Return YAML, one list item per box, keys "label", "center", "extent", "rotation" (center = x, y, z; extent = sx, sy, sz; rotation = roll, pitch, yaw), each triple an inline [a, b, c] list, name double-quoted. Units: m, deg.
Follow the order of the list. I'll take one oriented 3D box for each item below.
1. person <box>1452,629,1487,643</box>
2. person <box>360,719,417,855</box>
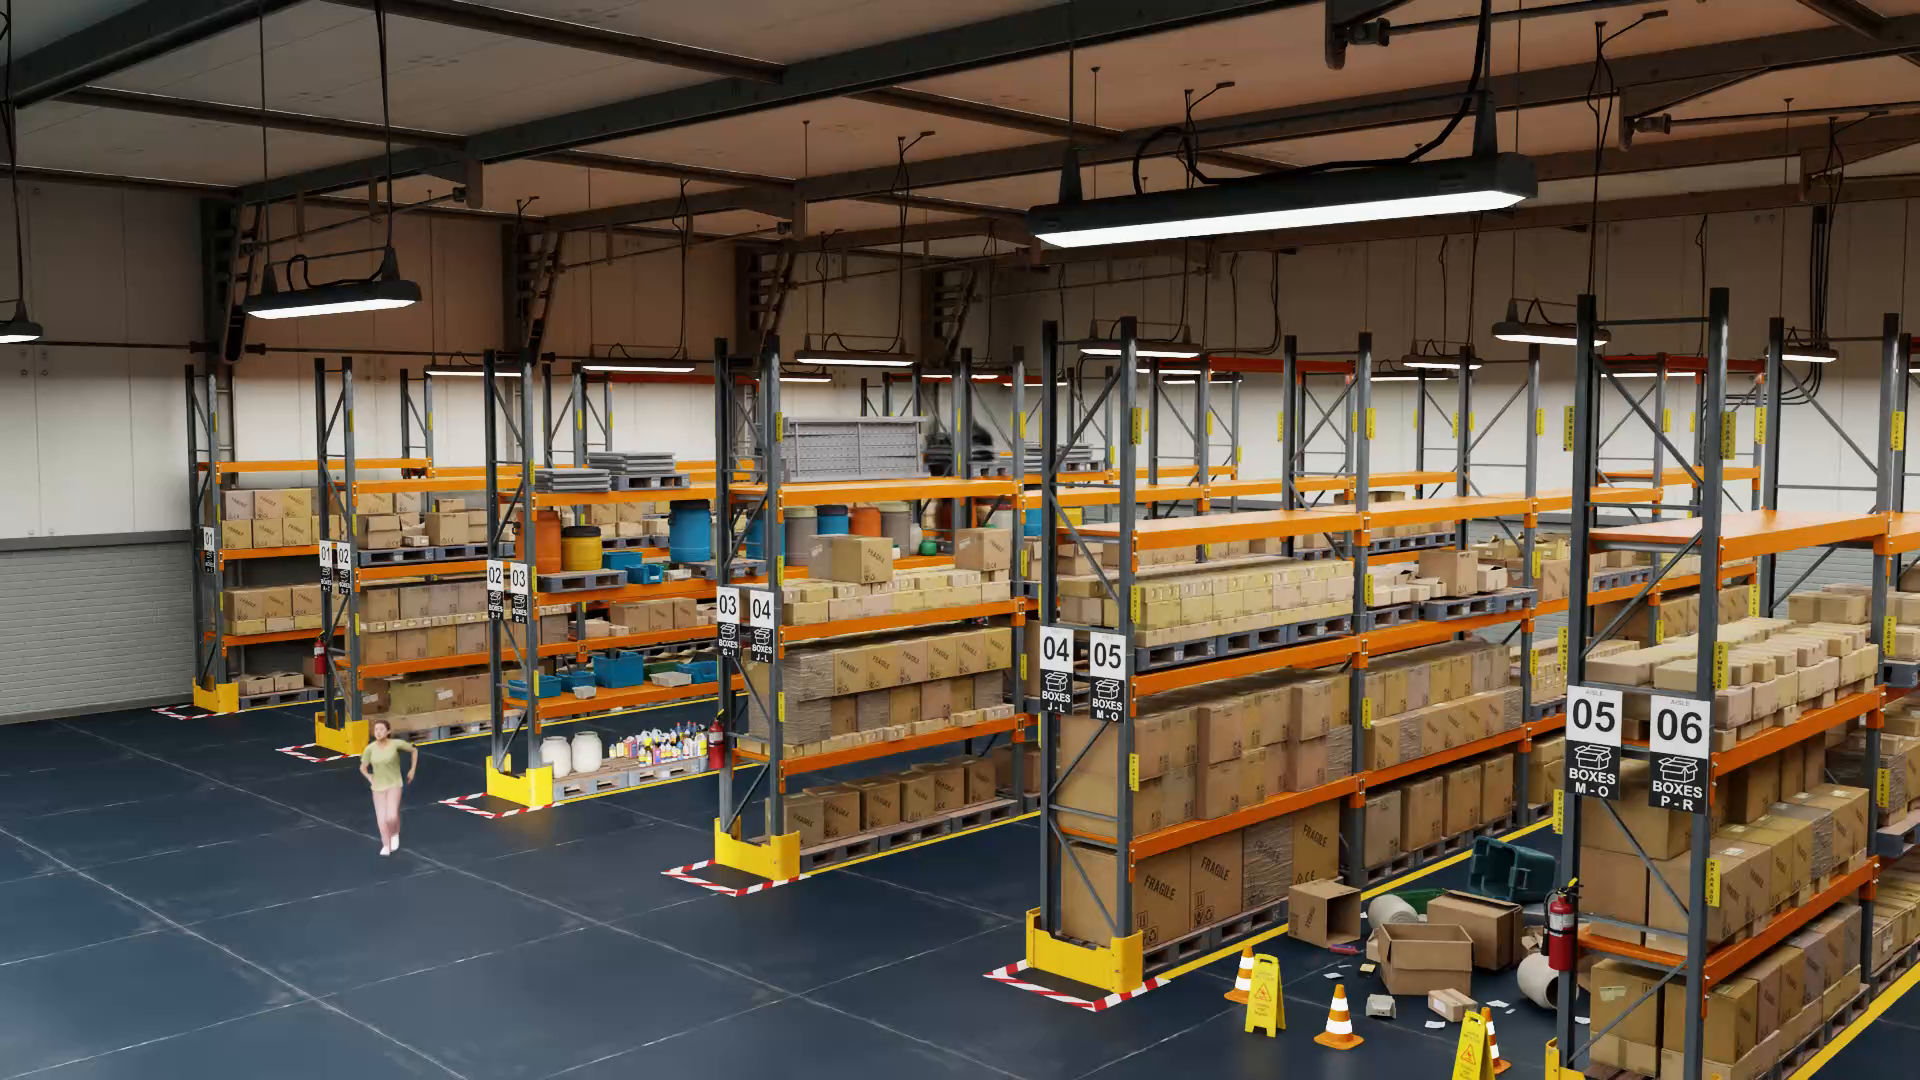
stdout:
- label: "person"
  center: [8.307, 2.209, 27.218]
  extent: [0.723, 1.805, 0.799]
  rotation: [3, 5, 32]
- label: "person"
  center: [-6.613, 2.873, 19.216]
  extent: [0.596, 1.622, 0.716]
  rotation: [0, 4, -5]
